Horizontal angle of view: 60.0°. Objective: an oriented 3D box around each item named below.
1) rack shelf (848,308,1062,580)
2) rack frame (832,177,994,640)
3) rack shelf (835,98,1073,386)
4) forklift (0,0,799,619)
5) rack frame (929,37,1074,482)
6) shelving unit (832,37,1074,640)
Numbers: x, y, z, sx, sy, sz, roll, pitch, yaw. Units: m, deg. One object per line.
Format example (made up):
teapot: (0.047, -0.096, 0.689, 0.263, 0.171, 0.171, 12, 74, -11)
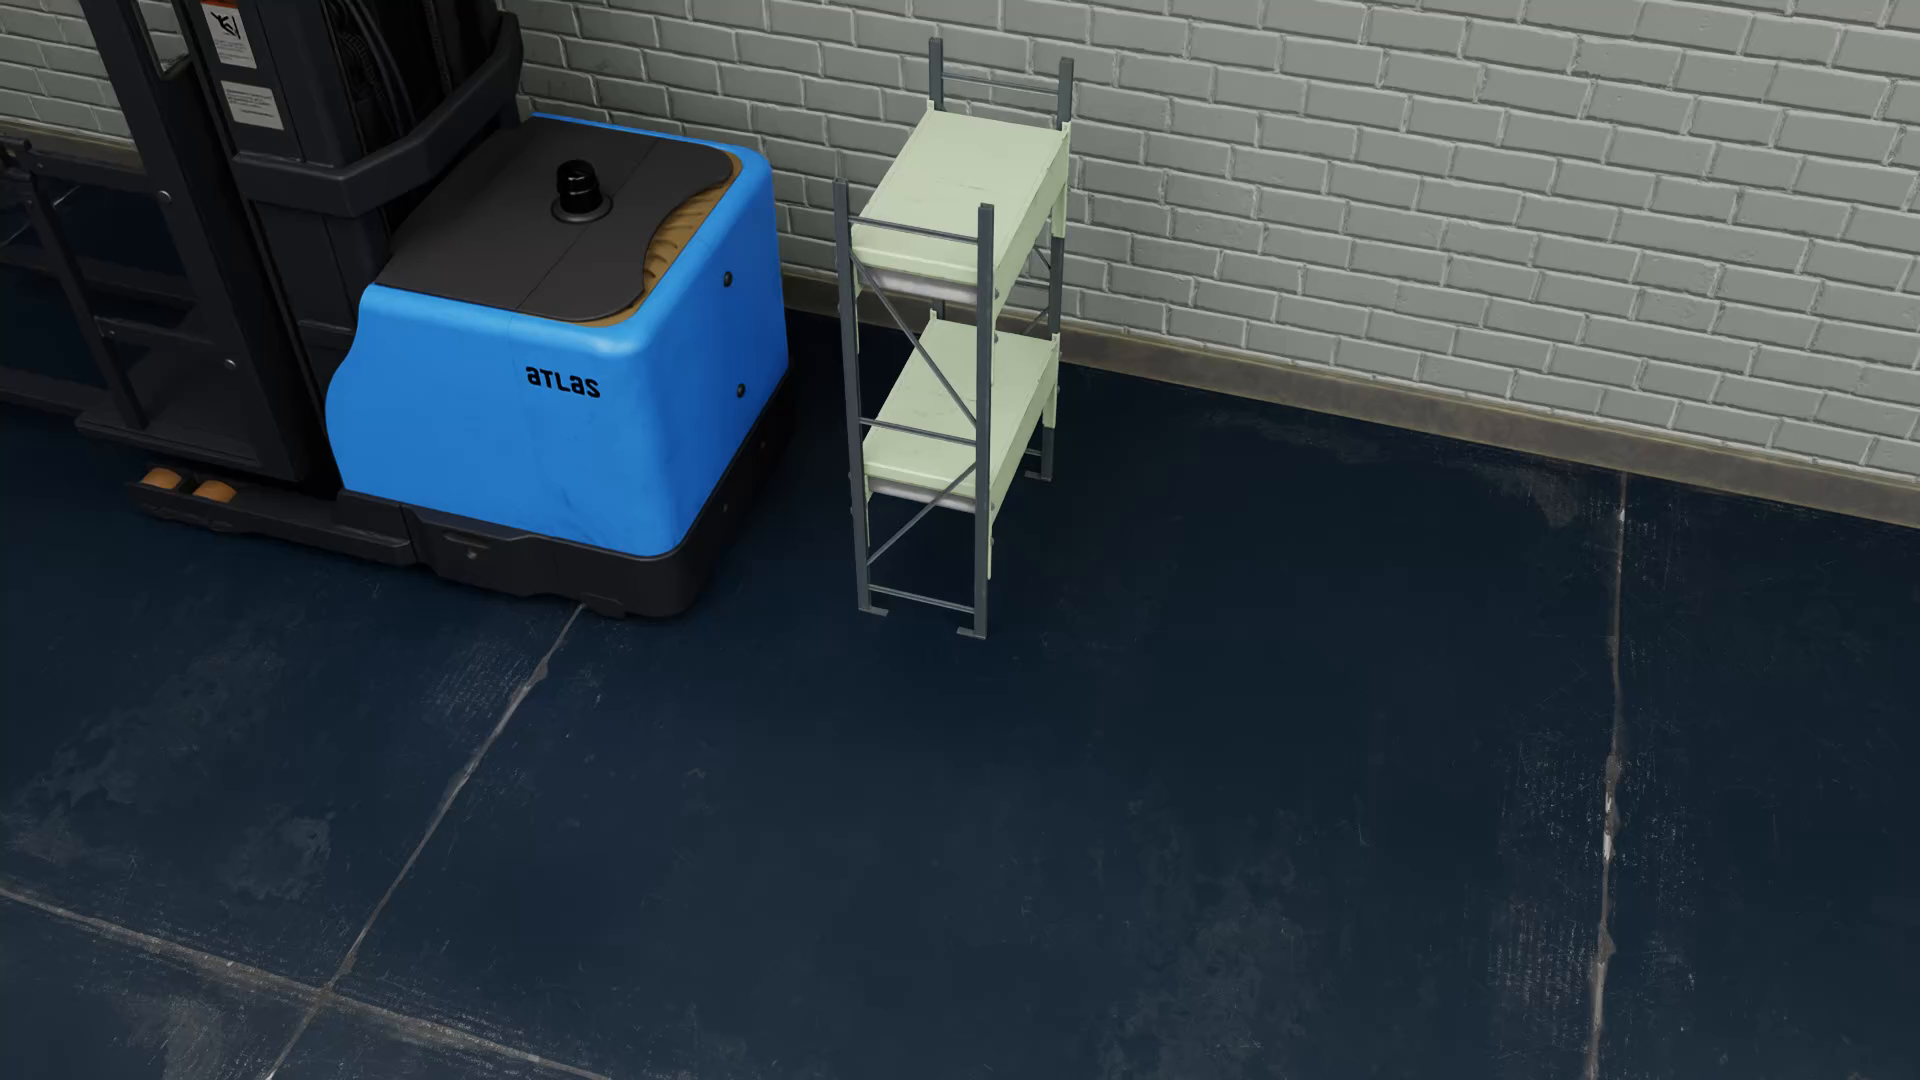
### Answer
rack shelf: (-0.002, -0.299, 4.949, 0.431, 0.370, 0.720, 13, 46, 12)
rack frame: (-0.113, -0.288, 4.472, 0.400, 1.500, 0.023, 13, 46, 12)
rack shelf: (-0.002, -0.811, 4.448, 0.431, 0.370, 0.720, 13, 46, 12)
forklift: (-2.115, -1.412, 4.598, 3.031, 2.935, 1.130, 12, 46, 12)
rack frame: (0.109, -0.776, 4.970, 0.400, 1.500, 0.023, 13, 46, 12)
shelving unit: (-0.002, -0.532, 4.721, 0.431, 1.500, 0.755, 13, 46, 12)
